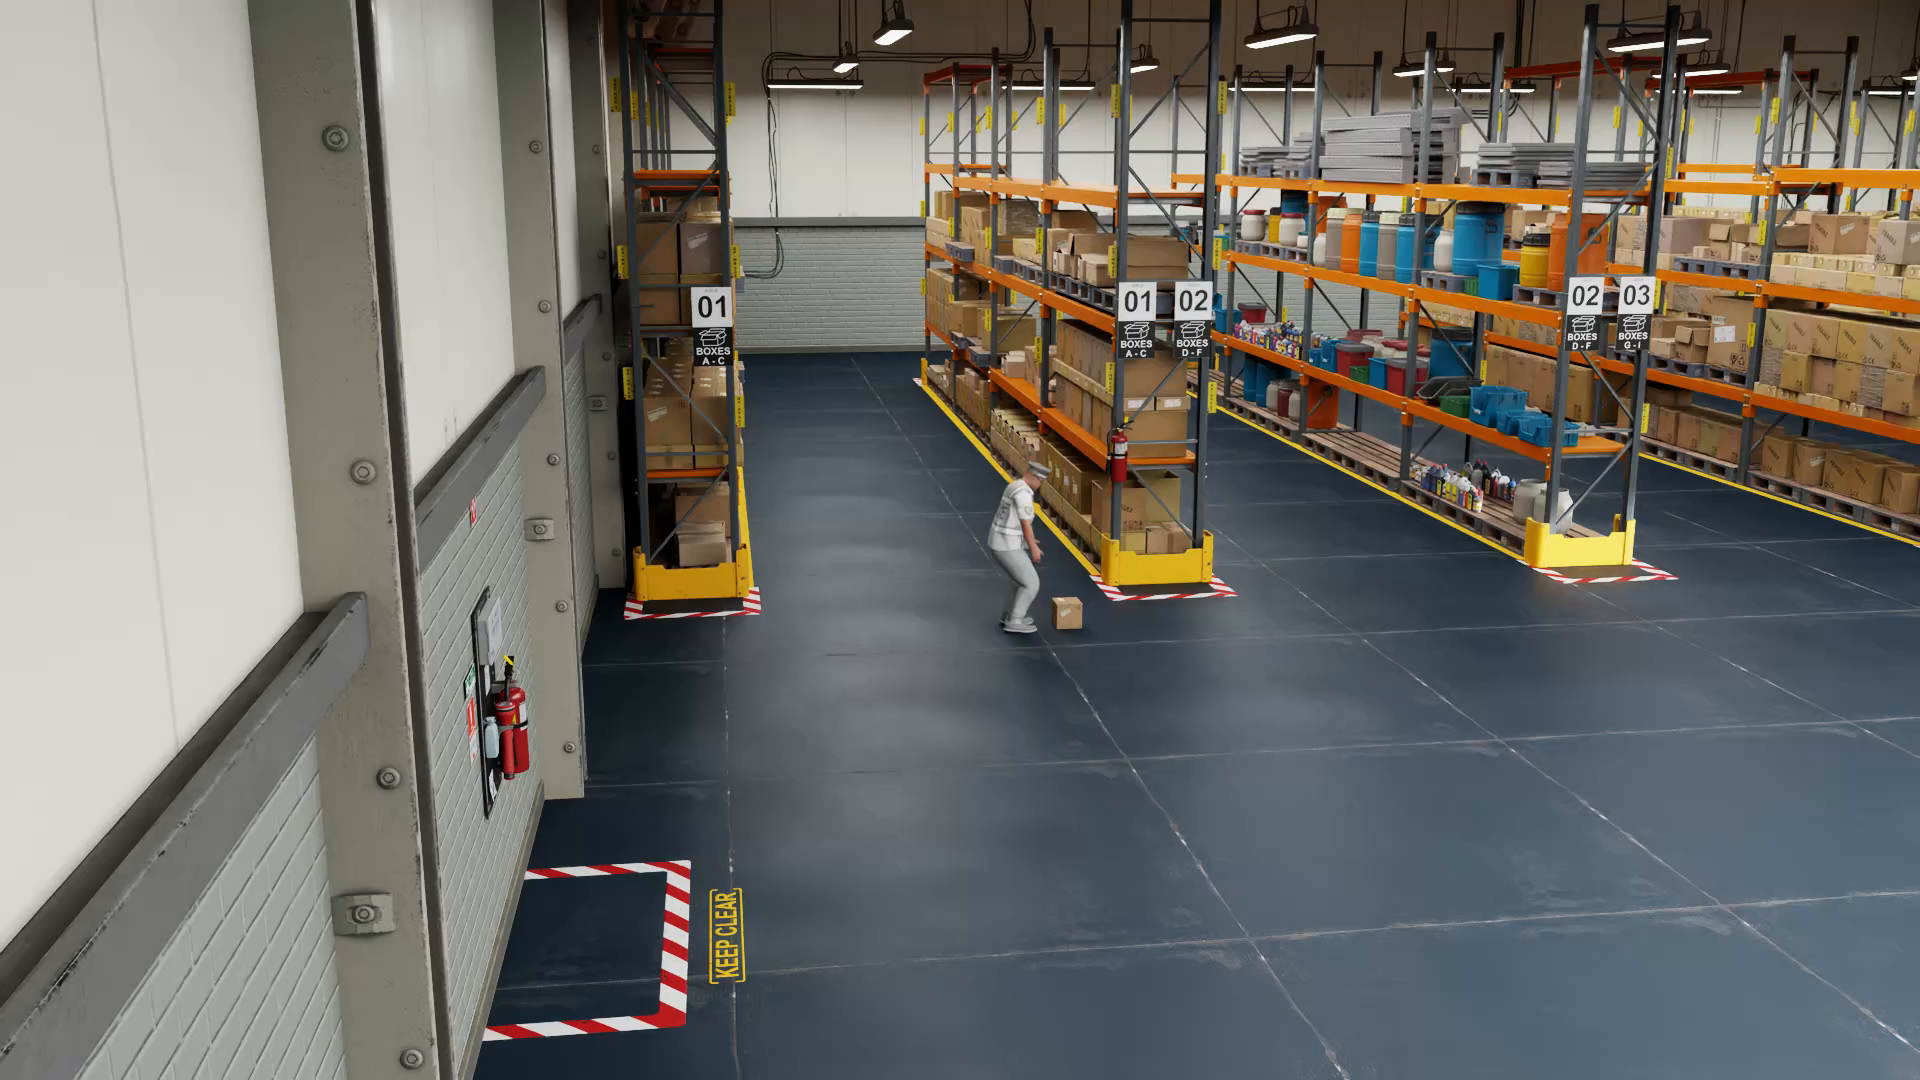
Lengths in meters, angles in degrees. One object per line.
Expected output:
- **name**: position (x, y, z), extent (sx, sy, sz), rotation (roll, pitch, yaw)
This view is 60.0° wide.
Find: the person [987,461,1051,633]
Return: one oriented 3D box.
- **person**: position (0.571, 0.057, 16.018), extent (0.609, 1.633, 0.575), rotation (-2, 13, -7)
